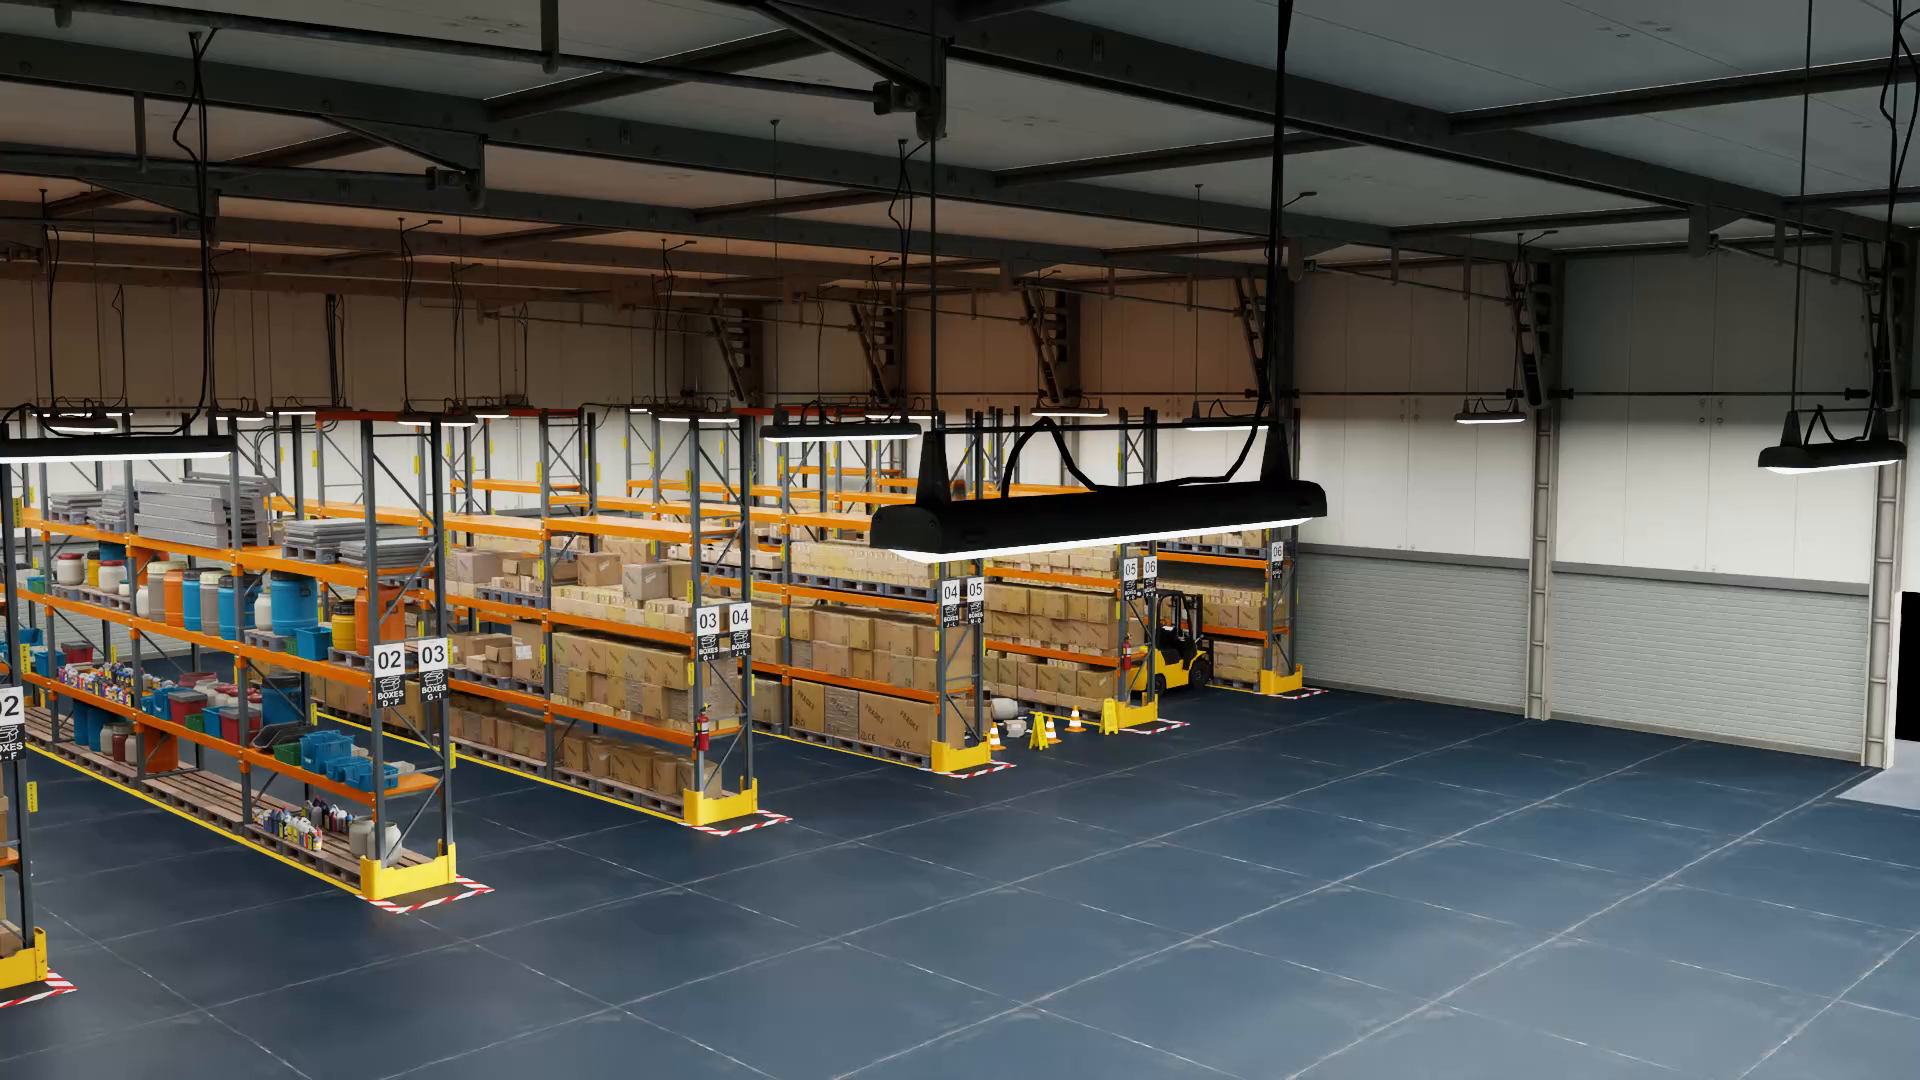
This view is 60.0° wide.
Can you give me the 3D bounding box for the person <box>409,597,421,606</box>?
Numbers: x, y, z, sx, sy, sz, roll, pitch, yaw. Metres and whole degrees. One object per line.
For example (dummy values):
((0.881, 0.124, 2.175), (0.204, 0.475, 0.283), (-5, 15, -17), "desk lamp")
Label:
((-12.685, 2.065, 38.456), (0.736, 1.753, 0.642), (0, 5, -1), "person")
